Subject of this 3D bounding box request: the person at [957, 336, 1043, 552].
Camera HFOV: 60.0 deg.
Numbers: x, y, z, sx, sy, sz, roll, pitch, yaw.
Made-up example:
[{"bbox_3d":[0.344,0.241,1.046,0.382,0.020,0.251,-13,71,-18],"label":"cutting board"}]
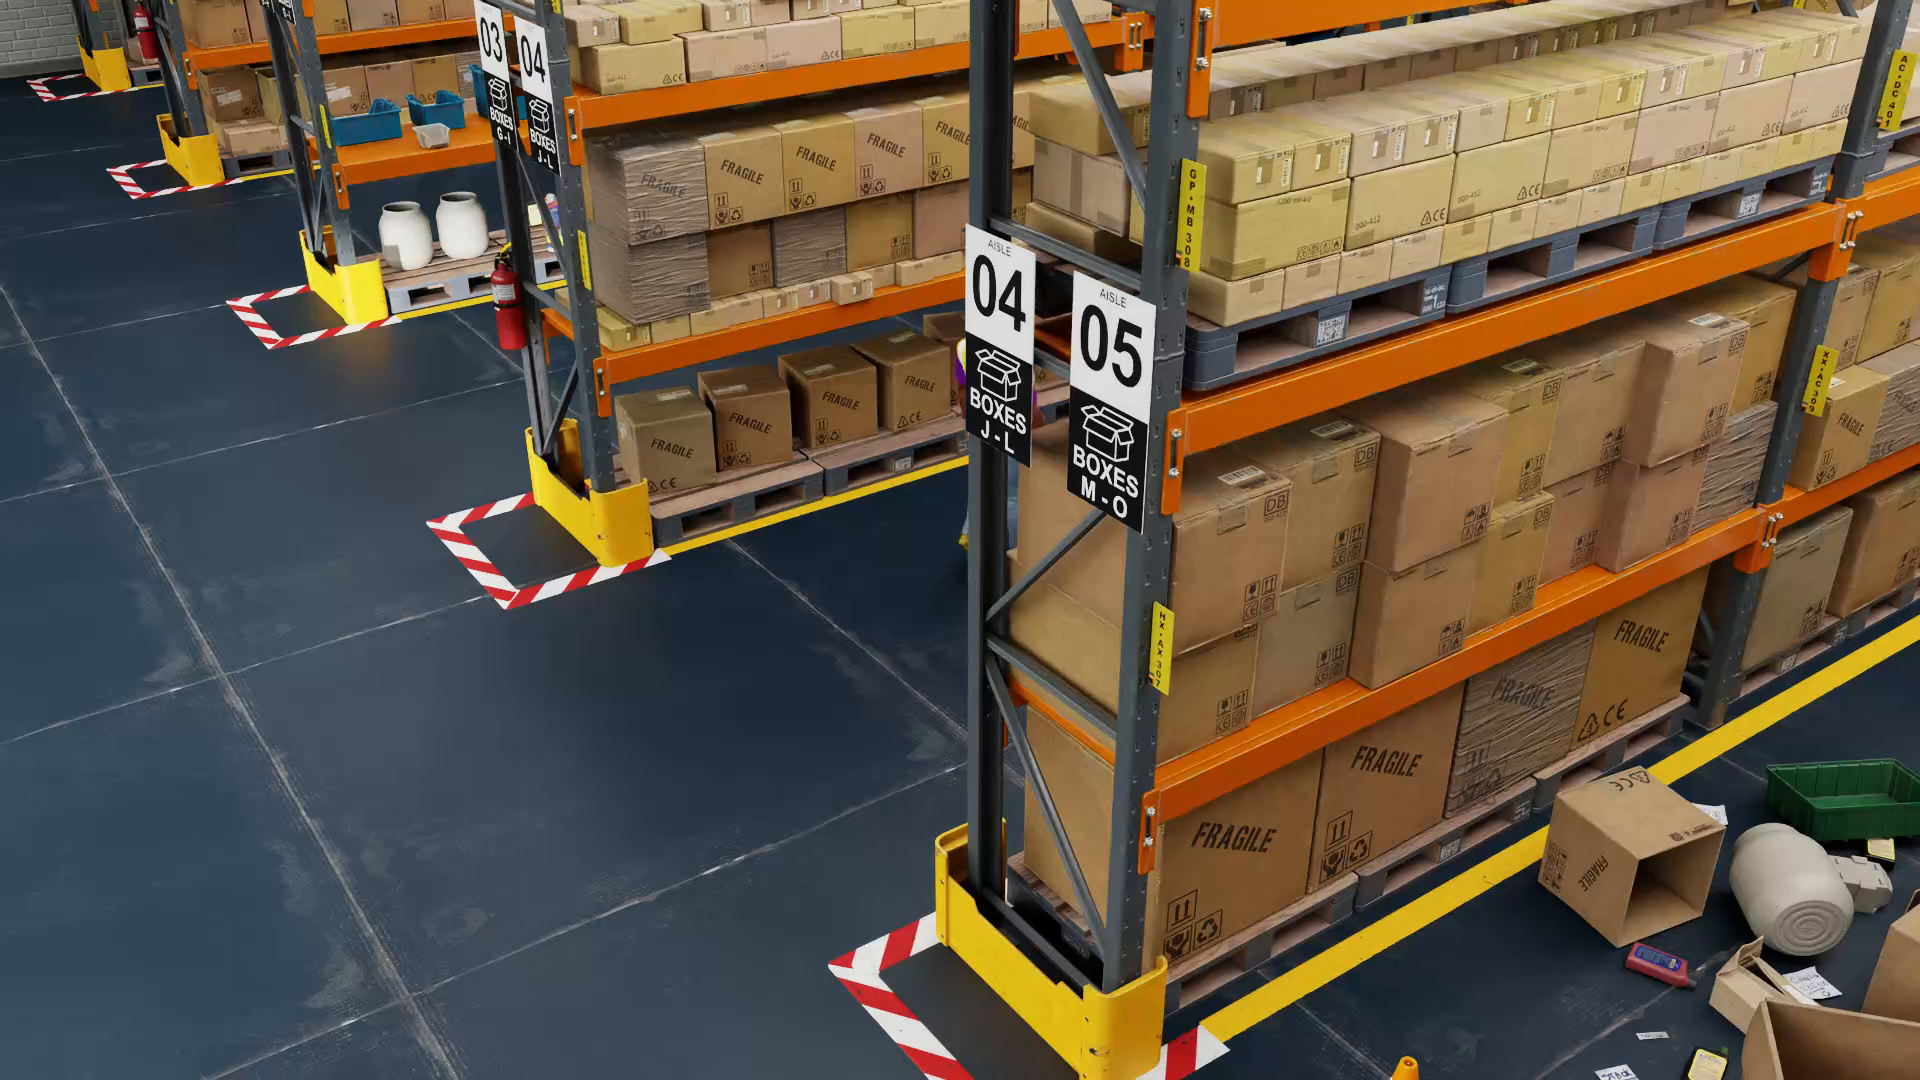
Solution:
[{"bbox_3d":[0.295,-0.622,9.770,0.507,1.814,0.588,-18,33,-30],"label":"person"}]
